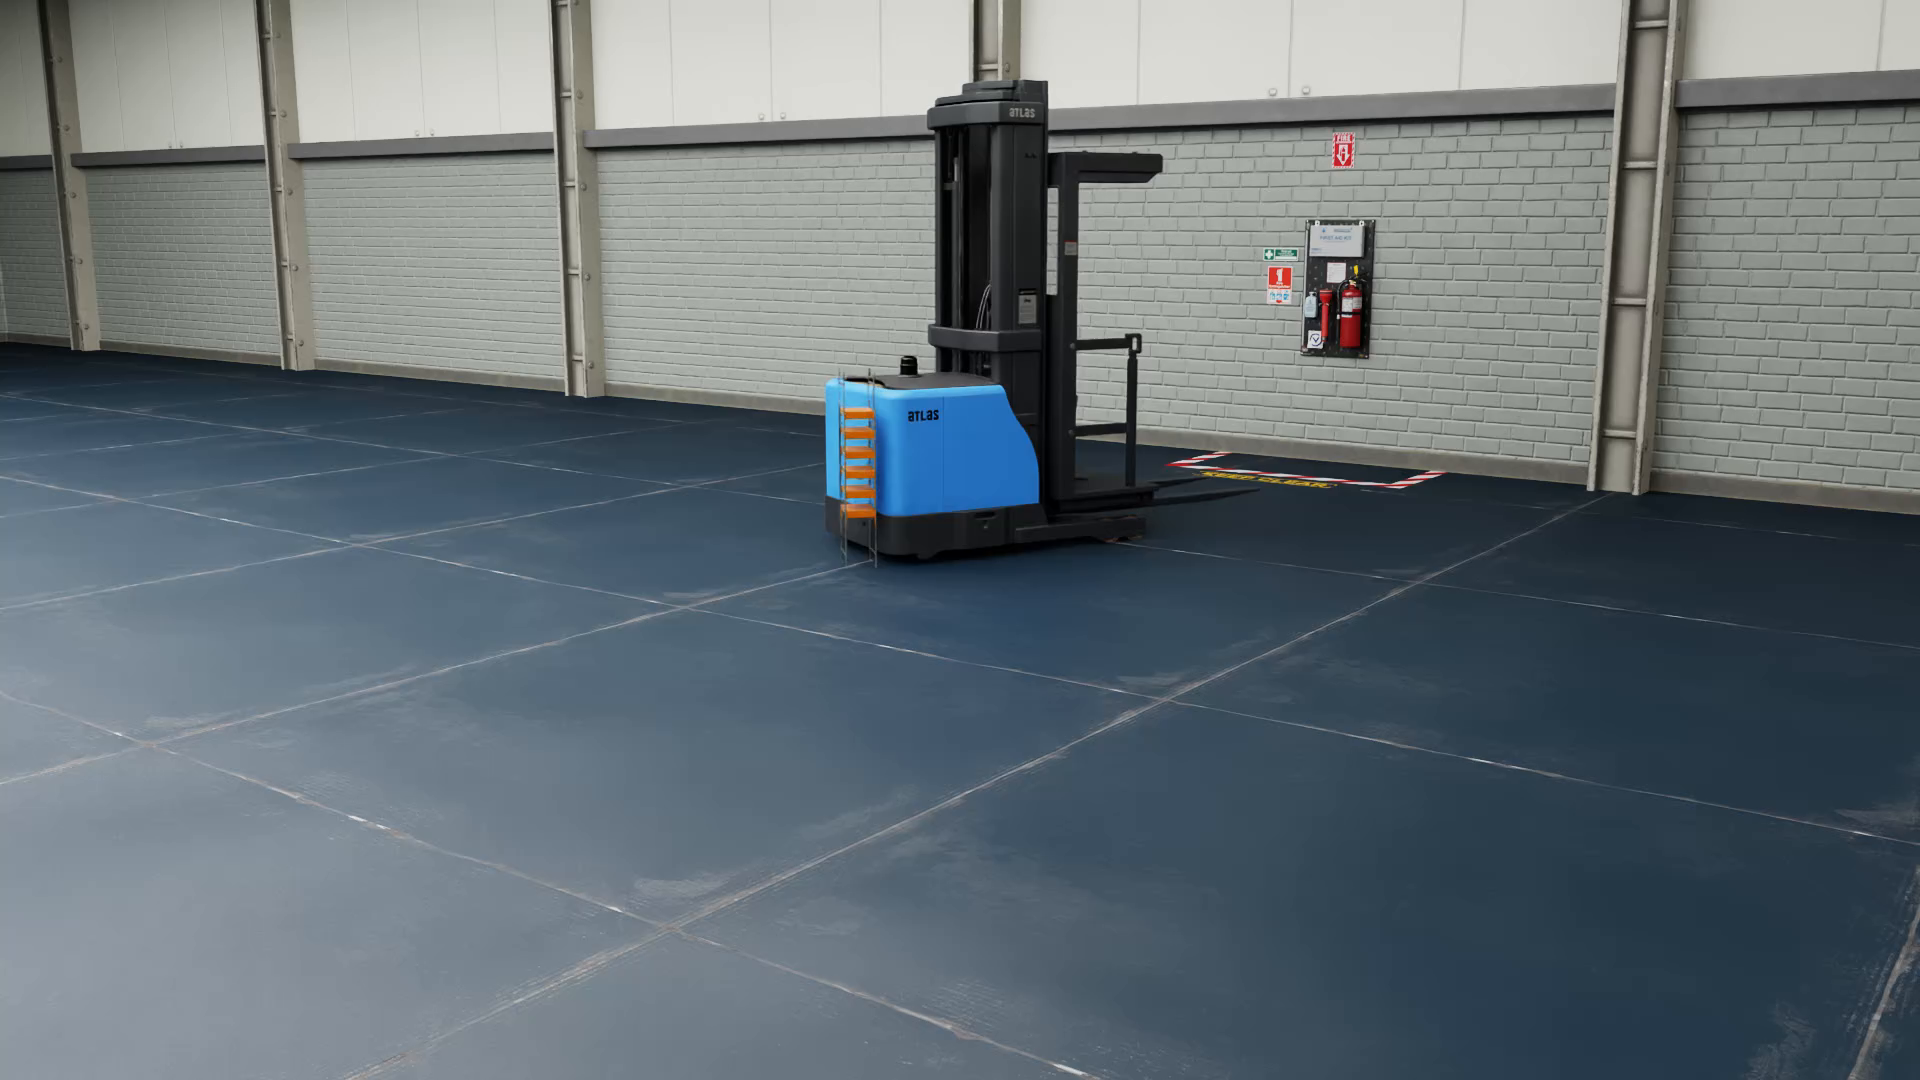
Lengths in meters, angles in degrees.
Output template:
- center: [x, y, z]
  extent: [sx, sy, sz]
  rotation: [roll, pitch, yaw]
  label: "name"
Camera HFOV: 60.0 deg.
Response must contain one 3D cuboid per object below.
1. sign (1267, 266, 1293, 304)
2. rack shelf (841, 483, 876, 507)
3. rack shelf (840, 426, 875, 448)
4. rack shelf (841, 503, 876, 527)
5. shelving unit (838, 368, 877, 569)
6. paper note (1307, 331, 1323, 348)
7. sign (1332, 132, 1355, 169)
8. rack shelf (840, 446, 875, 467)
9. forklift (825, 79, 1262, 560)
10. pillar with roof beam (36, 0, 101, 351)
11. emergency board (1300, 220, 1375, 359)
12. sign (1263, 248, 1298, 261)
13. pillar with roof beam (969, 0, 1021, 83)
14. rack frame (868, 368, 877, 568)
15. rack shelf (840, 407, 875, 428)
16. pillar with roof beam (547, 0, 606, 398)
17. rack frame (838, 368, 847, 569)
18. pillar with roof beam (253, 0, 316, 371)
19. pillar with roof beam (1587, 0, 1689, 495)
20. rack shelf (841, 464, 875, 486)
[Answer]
- center: [2.812, -2.243, 14.631]
  extent: [0.234, 0.329, 0.001]
  rotation: [8, 13, 36]
  label: "sign"
- center: [-0.625, -0.275, 10.160]
  extent: [0.180, 0.103, 0.258]
  rotation: [-2, 11, -12]
  label: "rack shelf"
- center: [-0.625, -0.629, 10.092]
  extent: [0.180, 0.103, 0.258]
  rotation: [-2, 11, -12]
  label: "rack shelf"
- center: [-0.625, -0.158, 10.183]
  extent: [0.180, 0.103, 0.258]
  rotation: [-2, 11, -12]
  label: "rack shelf"
- center: [-0.625, -0.437, 10.129]
  extent: [0.189, 1.200, 0.258]
  rotation: [-2, 11, -12]
  label: "shelving unit"
- center: [3.095, -1.745, 14.473]
  extent: [0.142, 0.148, 0.016]
  rotation: [8, 13, 36]
  label: "paper note"
- center: [3.249, -3.302, 14.095]
  extent: [0.199, 0.298, 0.001]
  rotation: [8, 13, 36]
  label: "sign"
- center: [-0.625, -0.511, 10.115]
  extent: [0.180, 0.103, 0.258]
  rotation: [-2, 11, -12]
  label: "rack shelf"
- center: [0.650, -1.496, 11.044]
  extent: [3.031, 2.935, 1.130]
  rotation: [-6, 12, -29]
  label: "forklift"
- center: [-16.726, -6.848, 22.736]
  extent: [0.400, 9.000, 9.100]
  rotation: [8, 13, 36]
  label: "pillar with roof beam"
- center: [3.197, -2.147, 14.232]
  extent: [0.643, 1.169, 0.194]
  rotation: [8, 13, 36]
  label: "emergency board"
- center: [2.811, -2.501, 14.571]
  extent: [0.331, 0.109, 0.001]
  rotation: [8, 13, 36]
  label: "sign"
- center: [-2.218, -4.824, 12.276]
  extent: [0.400, 9.000, 9.100]
  rotation: [8, 13, 36]
  label: "pillar with roof beam"
- center: [-0.536, -0.441, 10.148]
  extent: [0.006, 1.200, 0.240]
  rotation: [-2, 11, -12]
  label: "rack frame"
- center: [-0.625, -0.747, 10.069]
  extent: [0.180, 0.103, 0.258]
  rotation: [-2, 11, -12]
  label: "rack shelf"
- center: [-7.054, -5.499, 15.762]
  extent: [0.400, 9.000, 9.100]
  rotation: [8, 13, 36]
  label: "pillar with roof beam"
- center: [-0.715, -0.433, 10.110]
  extent: [0.006, 1.200, 0.240]
  rotation: [-2, 11, -12]
  label: "rack frame"
- center: [-11.890, -6.174, 19.249]
  extent: [0.400, 9.000, 9.100]
  rotation: [8, 13, 36]
  label: "pillar with roof beam"
- center: [2.618, -4.150, 8.789]
  extent: [0.400, 9.000, 9.100]
  rotation: [8, 13, 36]
  label: "pillar with roof beam"
- center: [-0.625, -0.393, 10.137]
  extent: [0.180, 0.103, 0.258]
  rotation: [-2, 11, -12]
  label: "rack shelf"
